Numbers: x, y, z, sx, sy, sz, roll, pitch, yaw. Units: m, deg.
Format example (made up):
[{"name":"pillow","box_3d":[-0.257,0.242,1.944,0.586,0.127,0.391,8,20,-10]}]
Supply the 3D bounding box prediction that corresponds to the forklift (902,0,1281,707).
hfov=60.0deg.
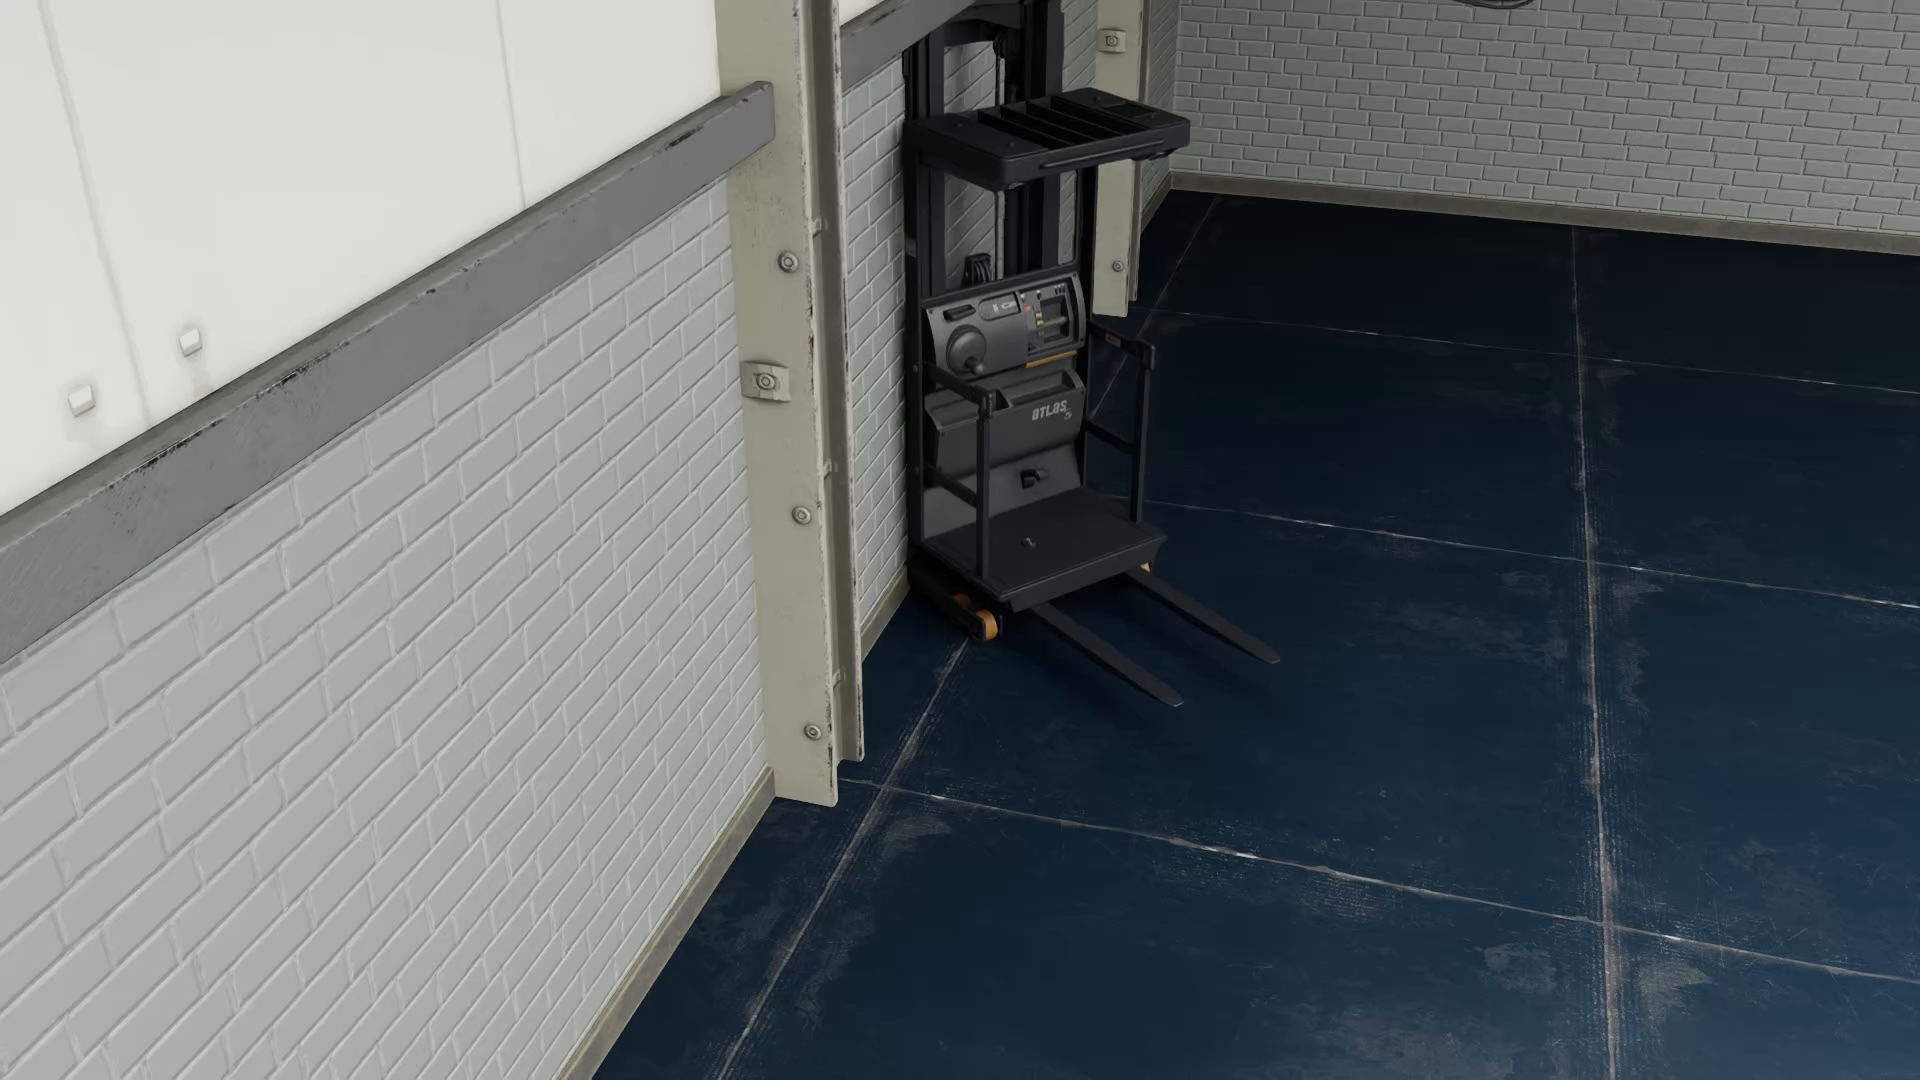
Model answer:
[{"name":"forklift","box_3d":[0.359,-1.034,8.093,1.130,2.935,3.031,-19,34,-30]}]

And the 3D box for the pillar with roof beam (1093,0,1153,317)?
[{"name":"pillar with roof beam","box_3d":[5.242,-5.067,9.103,9.100,9.000,0.400,8,30,15]}]

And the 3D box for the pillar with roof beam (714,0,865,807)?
[{"name":"pillar with roof beam","box_3d":[3.481,-2.279,4.090,9.100,9.000,0.400,8,30,15]}]

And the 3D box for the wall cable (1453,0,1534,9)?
[{"name":"wall cable","box_3d":[3.256,-5.505,13.084,3.097,2.526,0.112,8,30,15]}]
